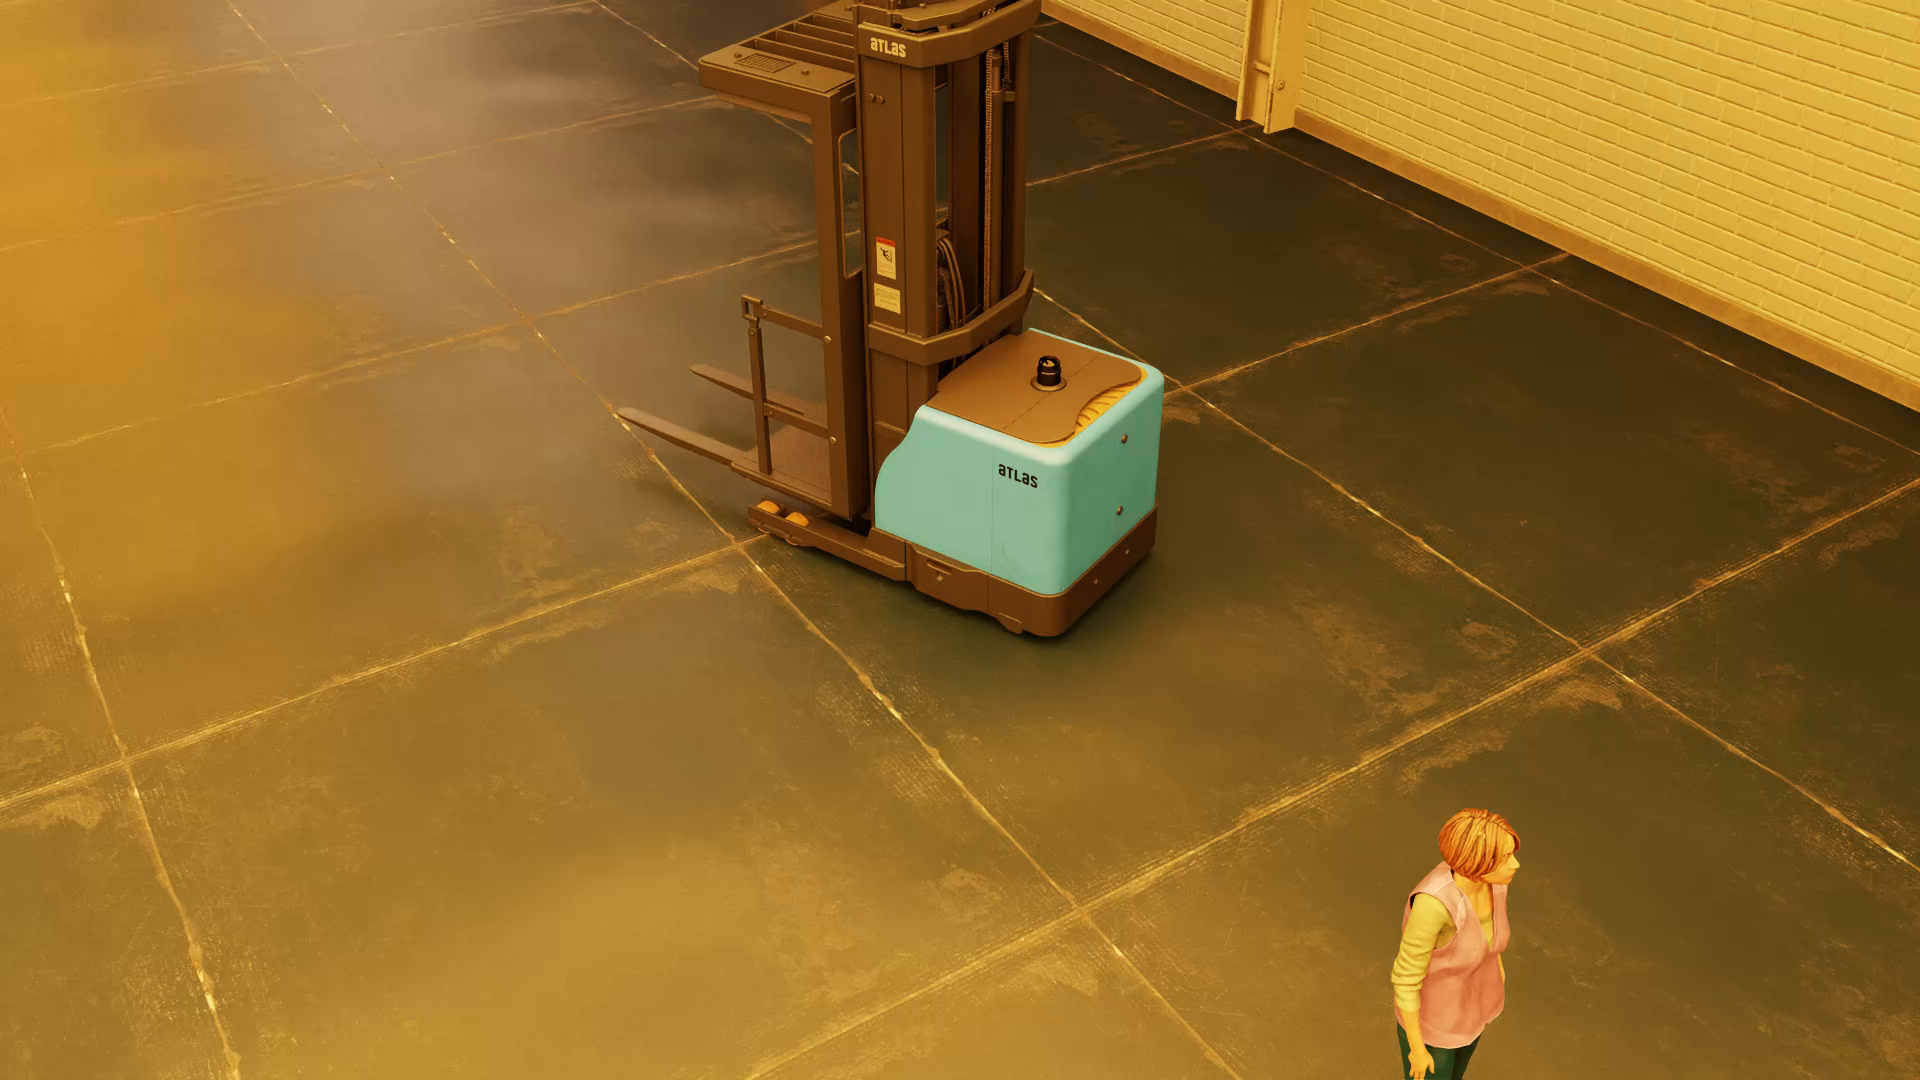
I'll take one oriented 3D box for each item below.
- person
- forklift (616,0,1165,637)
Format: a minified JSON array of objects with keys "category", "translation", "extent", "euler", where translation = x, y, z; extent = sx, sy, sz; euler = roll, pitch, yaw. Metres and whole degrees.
[{"category":"person","translation":[1.561,1.512,5.143],"extent":[0.520,1.596,0.475],"euler":[-28,44,-34]},{"category":"forklift","translation":[-0.500,-1.399,8.138],"extent":[3.031,2.935,1.130],"euler":[22,41,28]}]
